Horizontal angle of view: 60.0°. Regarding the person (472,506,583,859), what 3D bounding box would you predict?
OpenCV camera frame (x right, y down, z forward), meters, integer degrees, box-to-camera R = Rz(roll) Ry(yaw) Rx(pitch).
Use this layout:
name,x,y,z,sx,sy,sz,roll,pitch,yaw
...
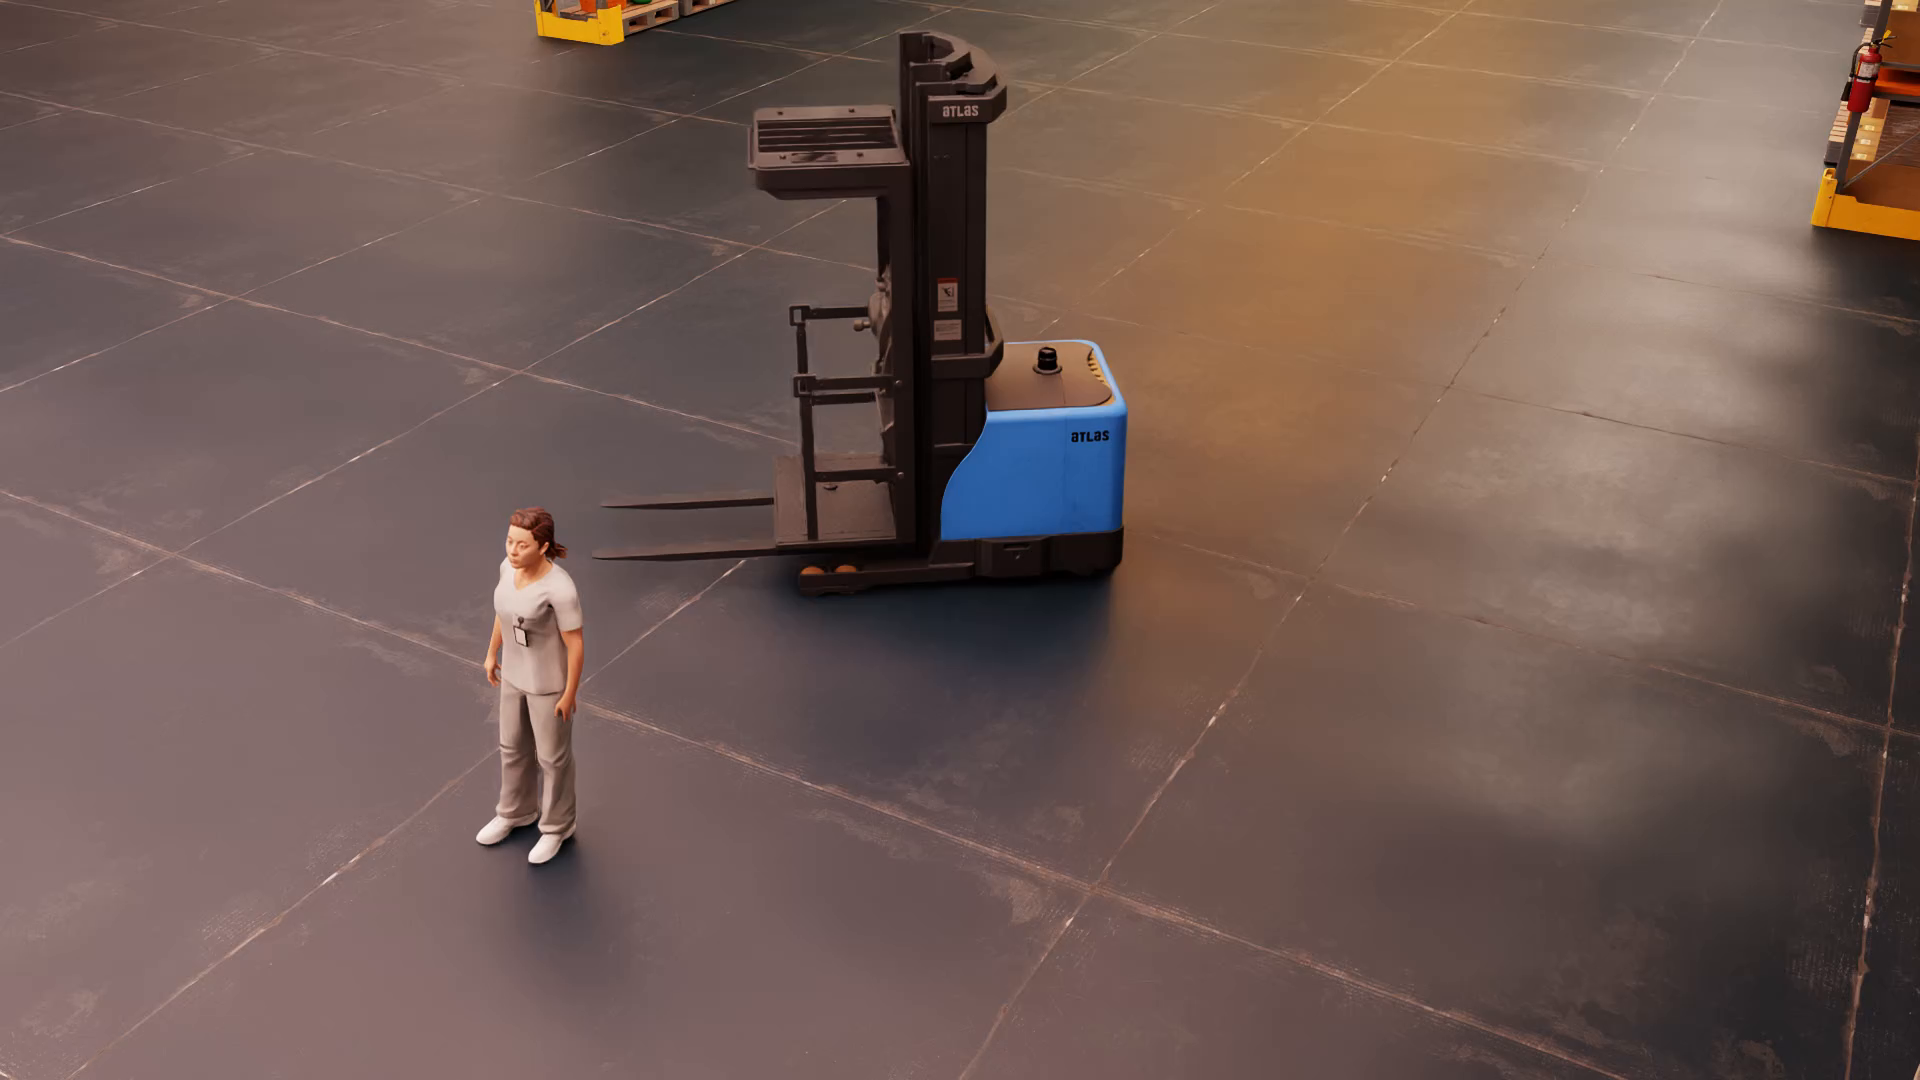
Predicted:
name,x,y,z,sx,sy,sz,roll,pitch,yaw
person,-1.879,0.633,7.226,0.530,1.680,0.529,20,36,31

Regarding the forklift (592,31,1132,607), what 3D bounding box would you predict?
name,x,y,z,sx,sy,sz,roll,pitch,yaw
forklift,-0.600,-1.186,9.126,3.031,2.935,1.130,-7,31,-12
